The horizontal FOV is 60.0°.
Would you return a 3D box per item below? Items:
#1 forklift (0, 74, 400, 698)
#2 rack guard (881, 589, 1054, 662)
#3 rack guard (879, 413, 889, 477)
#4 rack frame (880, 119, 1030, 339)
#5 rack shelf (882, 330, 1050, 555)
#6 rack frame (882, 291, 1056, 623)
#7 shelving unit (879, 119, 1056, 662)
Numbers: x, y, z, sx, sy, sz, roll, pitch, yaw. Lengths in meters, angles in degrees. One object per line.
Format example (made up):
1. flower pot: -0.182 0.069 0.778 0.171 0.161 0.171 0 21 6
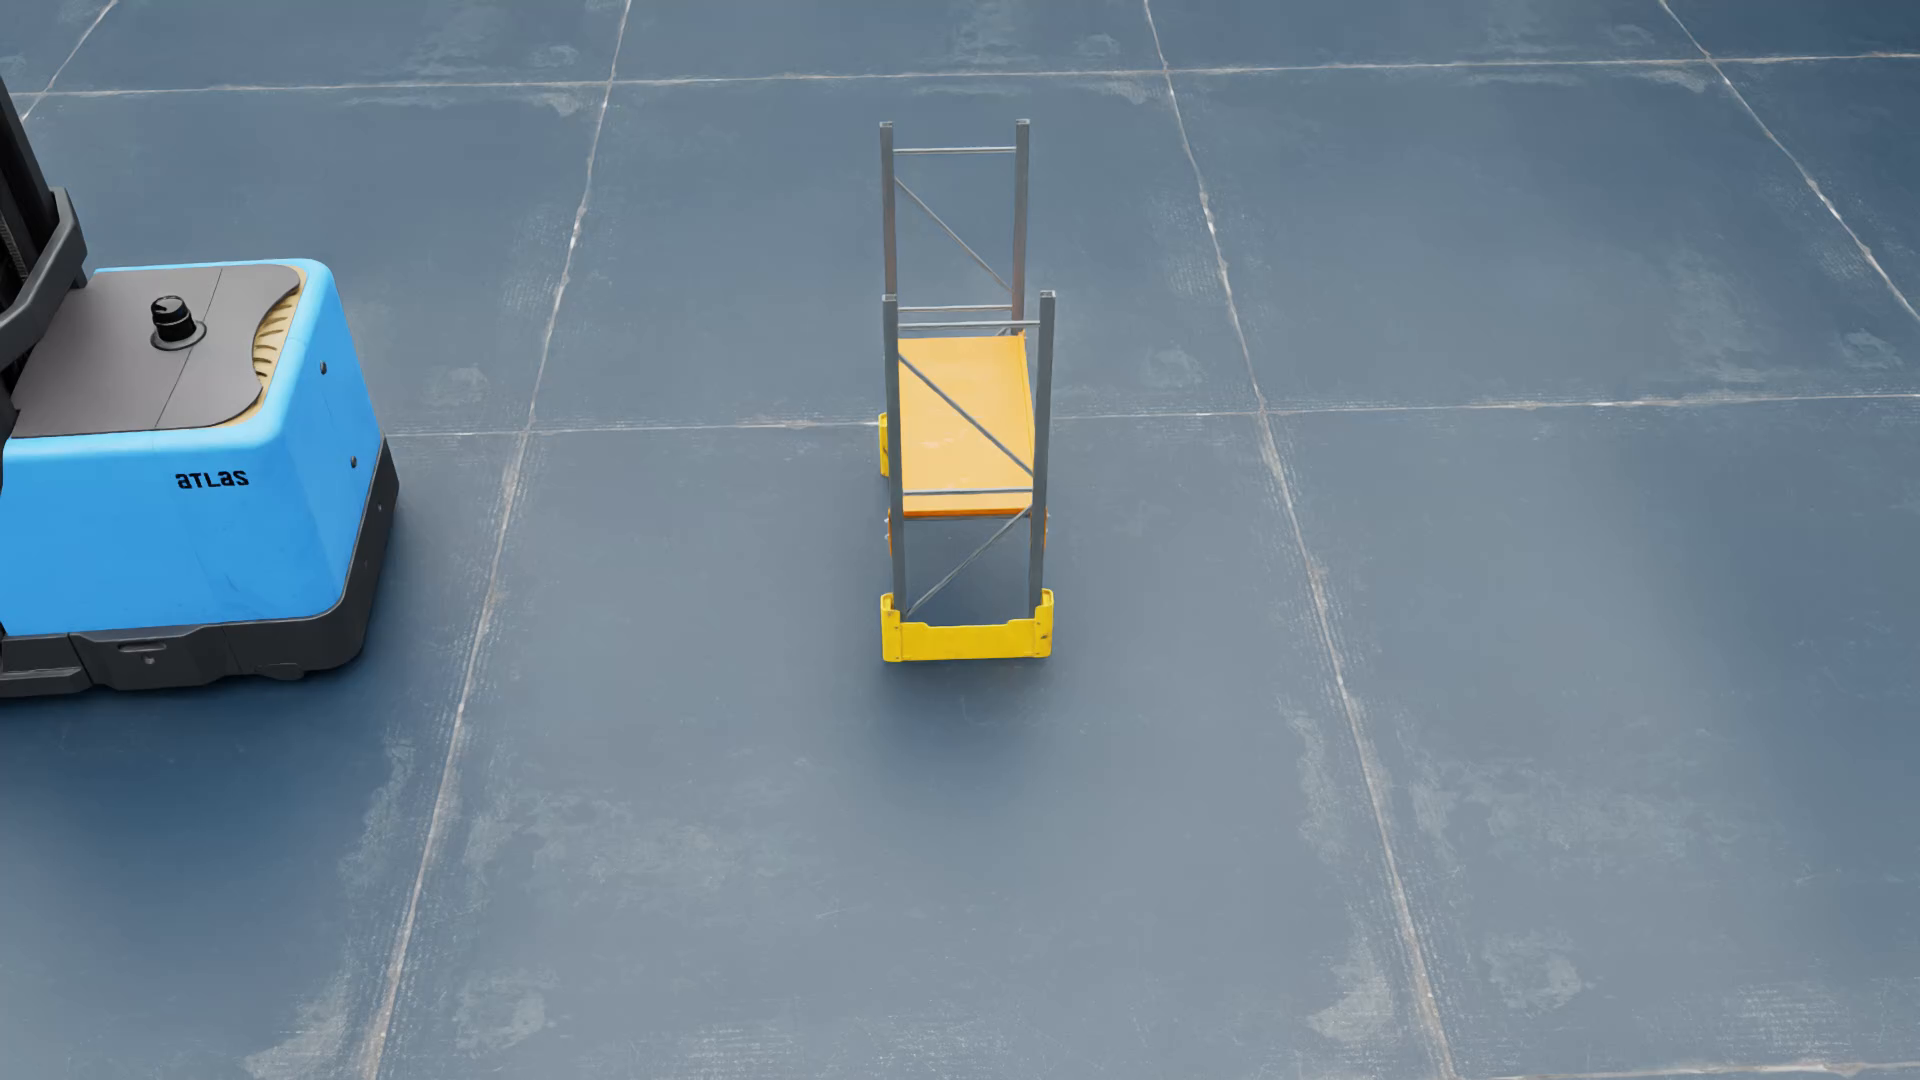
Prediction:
1. forklift: -3.615 -0.851 5.010 3.031 2.935 1.130 -4 43 -4
2. rack guard: 0.024 0.296 5.743 0.587 0.250 0.087 -2 43 -2
3. rack guard: -0.018 -0.377 6.476 0.587 0.250 0.087 -2 43 -2
4. rack frame: -0.018 -0.838 6.055 0.500 1.500 0.032 -2 43 -2
5. rack shelf: 0.004 -0.363 5.802 0.538 0.185 1.000 -2 43 -2
6. rack frame: 0.025 -0.152 5.306 0.500 1.500 0.032 -2 43 -2
7. shelving unit: 0.003 -0.501 5.687 0.587 1.500 1.083 -2 43 -2
